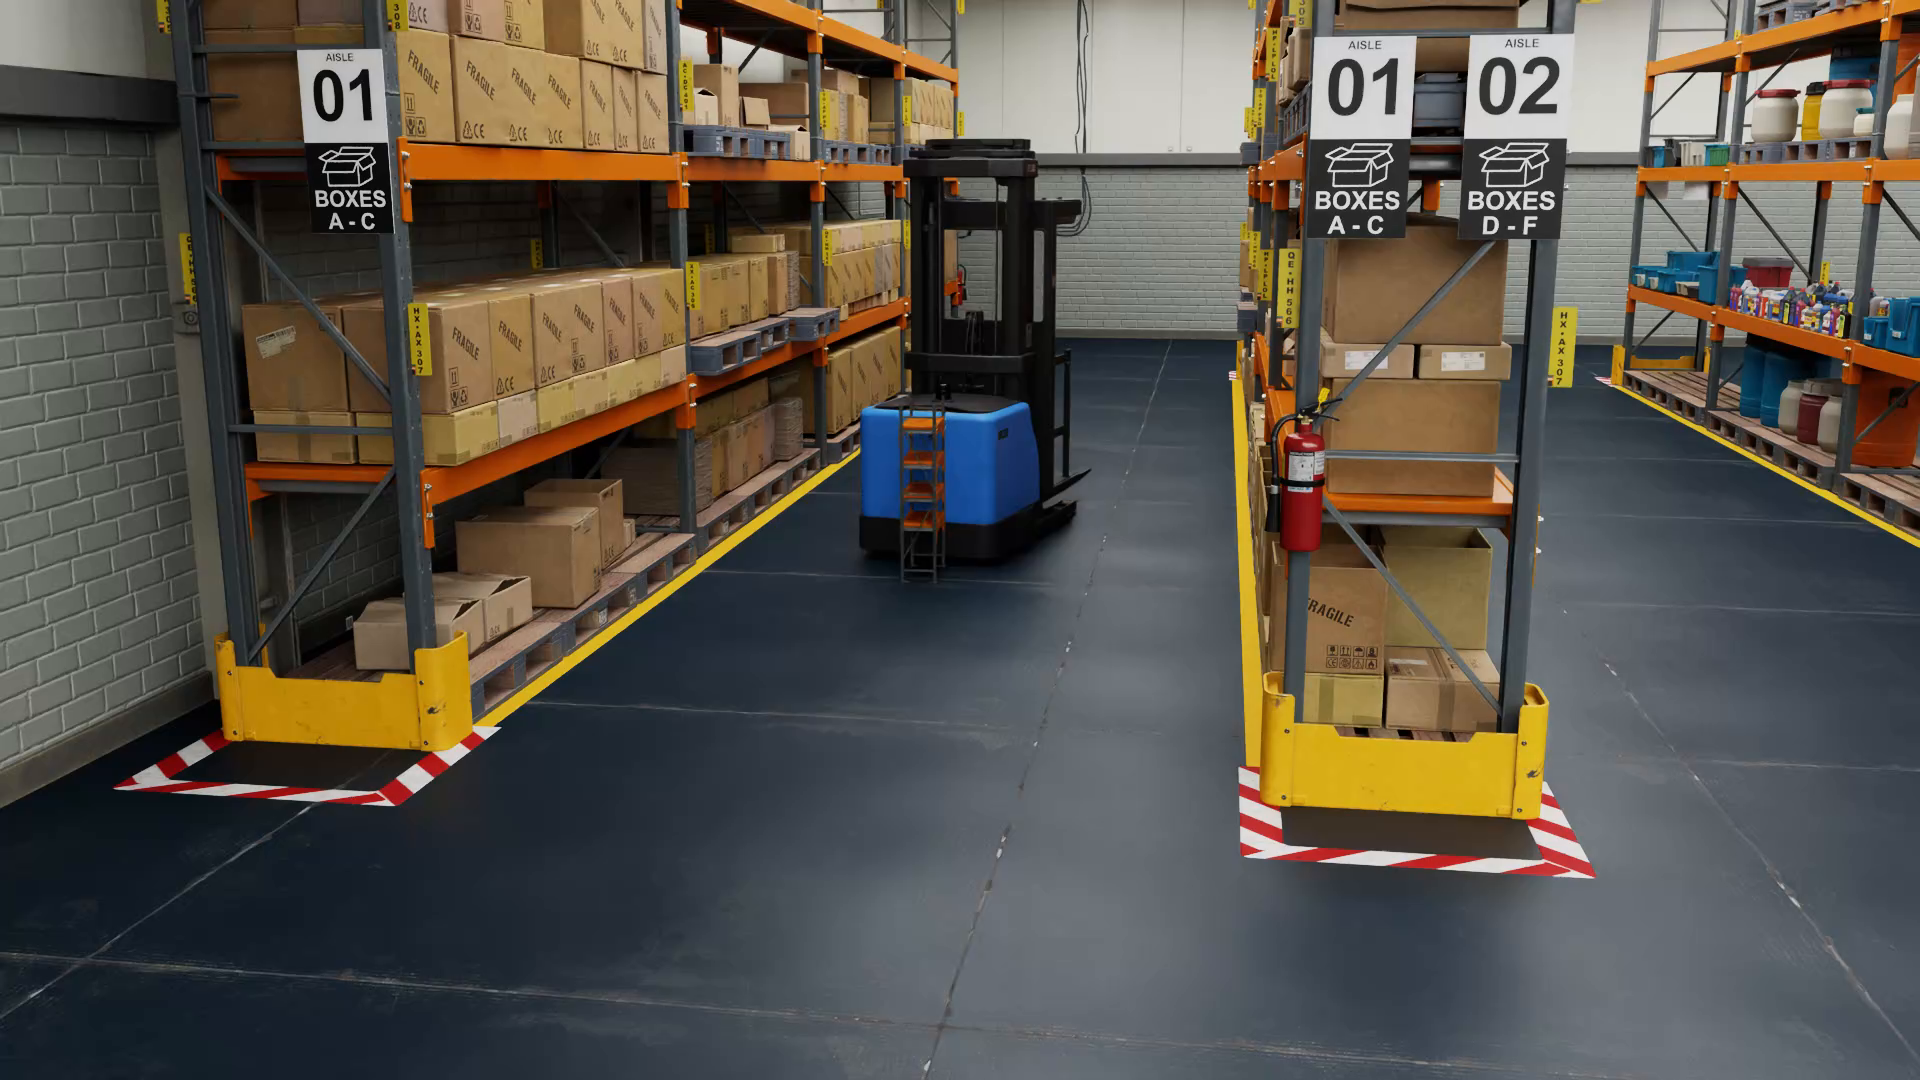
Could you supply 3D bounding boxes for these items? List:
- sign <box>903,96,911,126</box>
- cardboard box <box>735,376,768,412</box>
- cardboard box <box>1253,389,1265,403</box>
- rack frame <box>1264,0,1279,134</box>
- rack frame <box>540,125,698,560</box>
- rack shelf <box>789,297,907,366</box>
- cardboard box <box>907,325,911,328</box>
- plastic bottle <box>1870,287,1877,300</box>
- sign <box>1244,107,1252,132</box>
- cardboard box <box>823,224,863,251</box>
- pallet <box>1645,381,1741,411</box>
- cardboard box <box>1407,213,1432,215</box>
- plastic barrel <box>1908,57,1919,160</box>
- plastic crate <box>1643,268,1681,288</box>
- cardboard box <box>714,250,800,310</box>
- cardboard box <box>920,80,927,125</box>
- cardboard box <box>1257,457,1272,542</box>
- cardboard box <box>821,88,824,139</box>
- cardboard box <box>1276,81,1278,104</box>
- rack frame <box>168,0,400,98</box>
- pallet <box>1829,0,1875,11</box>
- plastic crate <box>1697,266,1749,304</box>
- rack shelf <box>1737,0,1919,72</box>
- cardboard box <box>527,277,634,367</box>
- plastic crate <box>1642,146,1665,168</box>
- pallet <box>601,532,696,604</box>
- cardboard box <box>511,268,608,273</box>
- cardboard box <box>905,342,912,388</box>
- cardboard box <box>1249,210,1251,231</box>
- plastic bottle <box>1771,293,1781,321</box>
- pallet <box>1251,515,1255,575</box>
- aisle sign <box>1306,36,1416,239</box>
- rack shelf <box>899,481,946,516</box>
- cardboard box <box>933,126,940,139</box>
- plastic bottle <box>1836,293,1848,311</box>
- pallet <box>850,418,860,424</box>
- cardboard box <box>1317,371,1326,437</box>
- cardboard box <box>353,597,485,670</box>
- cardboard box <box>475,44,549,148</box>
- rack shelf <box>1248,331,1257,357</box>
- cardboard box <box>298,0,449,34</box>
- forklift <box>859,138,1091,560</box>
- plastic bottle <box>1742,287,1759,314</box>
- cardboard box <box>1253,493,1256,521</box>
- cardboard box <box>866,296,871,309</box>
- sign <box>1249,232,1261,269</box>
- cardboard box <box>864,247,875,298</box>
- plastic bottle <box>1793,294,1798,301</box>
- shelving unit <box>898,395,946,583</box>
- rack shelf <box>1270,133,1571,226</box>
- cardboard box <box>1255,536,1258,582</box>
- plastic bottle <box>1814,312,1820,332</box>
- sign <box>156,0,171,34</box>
[{"bbox_3d":[-0.605,-4.859,18.825,0.100,0.325,0.005,2,12,9],"label":"sign"},{"bbox_3d":[-1.966,-1.260,14.331,0.500,0.250,0.500,2,12,10],"label":"cardboard box"},{"bbox_3d":[3.050,-1.205,15.852,0.500,0.500,0.500,2,12,11],"label":"cardboard box"},{"bbox_3d":[3.138,-4.942,14.064,1.000,3.000,0.127,2,12,9],"label":"rack frame"},{"bbox_3d":[-2.373,-1.336,11.574,1.000,3.000,0.127,2,12,9],"label":"rack frame"},{"bbox_3d":[-1.450,-2.234,17.445,1.077,0.370,4.000,2,12,9],"label":"rack shelf"},{"bbox_3d":[-0.613,-2.628,20.966,0.380,0.149,0.250,2,12,7],"label":"cardboard box"},{"bbox_3d":[8.659,-2.225,15.816,0.144,0.351,0.185,2,12,9],"label":"plastic bottle"},{"bbox_3d":[3.832,-5.586,22.097,0.100,0.325,0.005,2,12,9],"label":"sign"},{"bbox_3d":[-1.278,-3.042,16.717,0.500,0.250,0.500,2,12,9],"label":"cardboard box"},{"bbox_3d":[8.907,-1.726,20.003,1.003,0.211,1.213,2,12,9],"label":"pallet"},{"bbox_3d":[2.384,-1.662,9.768,0.700,0.500,0.500,2,12,9],"label":"cardboard box"},{"bbox_3d":[7.691,-3.395,12.819,0.600,0.901,0.600,0,12,0],"label":"plastic barrel"},{"bbox_3d":[8.797,-3.283,20.862,0.416,0.233,0.300,2,12,9],"label":"plastic crate"},{"bbox_3d":[-1.820,-2.335,14.925,0.700,0.500,0.500,0,12,2],"label":"cardboard box"},{"bbox_3d":[-0.683,-5.262,20.011,0.500,0.500,0.500,2,12,7],"label":"cardboard box"},{"bbox_3d":[2.073,-0.214,10.114,0.500,0.500,0.500,2,12,9],"label":"cardboard box"},{"bbox_3d":[-1.710,-4.114,16.061,0.700,0.500,0.500,1,12,6],"label":"cardboard box"},{"bbox_3d":[3.400,-4.231,16.414,0.600,0.600,0.600,1,12,6],"label":"cardboard box"},{"bbox_3d":[-2.988,-3.436,7.078,1.000,3.000,0.127,2,12,9],"label":"rack frame"},{"bbox_3d":[8.173,-4.642,14.070,1.213,0.211,1.003,2,12,9],"label":"pallet"},{"bbox_3d":[8.382,-2.810,18.309,0.392,0.384,0.575,2,12,9],"label":"plastic crate"},{"bbox_3d":[8.339,-4.650,15.366,1.077,0.370,4.000,2,12,9],"label":"rack shelf"},{"bbox_3d":[-2.299,-1.322,10.037,0.500,0.500,0.500,2,12,7],"label":"cardboard box"},{"bbox_3d":[8.927,-4.845,21.043,0.497,0.269,0.590,2,12,9],"label":"plastic crate"},{"bbox_3d":[-2.441,0.168,11.213,1.003,0.211,1.213,2,12,9],"label":"pallet"},{"bbox_3d":[-2.651,-1.548,11.086,0.500,0.500,0.500,2,12,7],"label":"cardboard box"},{"bbox_3d":[-0.926,-2.137,20.227,0.700,0.500,0.500,2,12,9],"label":"cardboard box"},{"bbox_3d":[3.729,-3.705,19.954,0.500,0.500,0.500,2,12,9],"label":"cardboard box"},{"bbox_3d":[7.976,-2.269,16.209,0.097,0.271,0.097,0,12,0],"label":"plastic bottle"},{"bbox_3d":[2.597,0.032,11.844,1.003,0.211,1.213,2,12,9],"label":"pallet"},{"bbox_3d":[1.607,-1.611,6.676,0.394,0.787,0.004,2,12,9],"label":"aisle sign"},{"bbox_3d":[-0.251,-0.285,11.286,0.258,0.148,0.480,1,12,6],"label":"rack shelf"},{"bbox_3d":[-0.532,-5.103,21.056,0.500,0.250,0.500,2,12,7],"label":"cardboard box"},{"bbox_3d":[8.589,-2.268,16.203,0.097,0.271,0.097,0,12,0],"label":"plastic bottle"},{"bbox_3d":[-1.372,-1.221,17.656,1.003,0.211,1.213,2,12,9],"label":"pallet"},{"bbox_3d":[2.068,-0.599,7.915,0.700,0.500,0.500,2,12,10],"label":"cardboard box"},{"bbox_3d":[-2.793,0.455,8.602,0.500,0.311,0.500,0,12,2],"label":"cardboard box"},{"bbox_3d":[-2.496,-2.309,8.682,0.500,0.500,0.500,2,12,11],"label":"cardboard box"},{"bbox_3d":[3.445,-2.074,16.704,1.077,0.370,4.000,2,12,9],"label":"rack shelf"},{"bbox_3d":[-2.689,-2.590,7.612,0.500,0.500,0.500,1,12,5],"label":"cardboard box"},{"bbox_3d":[0.278,-1.561,12.781,1.130,2.935,3.031,5,13,20],"label":"forklift"},{"bbox_3d":[8.143,-2.460,17.081,0.152,0.276,0.135,2,12,9],"label":"plastic bottle"},{"bbox_3d":[2.379,-0.239,12.010,0.500,0.250,0.500,2,12,8],"label":"cardboard box"},{"bbox_3d":[-1.153,-2.546,17.736,0.380,0.149,0.250,2,12,7],"label":"cardboard box"},{"bbox_3d":[2.600,-2.552,14.655,0.100,0.325,0.005,2,12,9],"label":"sign"},{"bbox_3d":[-1.190,-2.786,17.312,0.500,0.500,0.500,2,12,10],"label":"cardboard box"},{"bbox_3d":[7.957,-2.191,15.817,0.061,0.283,0.133,2,12,9],"label":"plastic bottle"},{"bbox_3d":[-0.251,-0.351,11.272,0.258,1.200,0.503,1,12,6],"label":"shelving unit"},{"bbox_3d":[2.215,-1.875,8.661,1.077,0.370,4.000,2,12,9],"label":"rack shelf"},{"bbox_3d":[2.070,0.153,10.193,0.500,0.250,0.500,2,12,9],"label":"cardboard box"},{"bbox_3d":[7.788,-1.981,15.037,0.097,0.201,0.097,0,12,0],"label":"plastic bottle"},{"bbox_3d":[-3.533,-2.425,7.404,0.100,0.325,0.005,2,12,9],"label":"sign"}]
